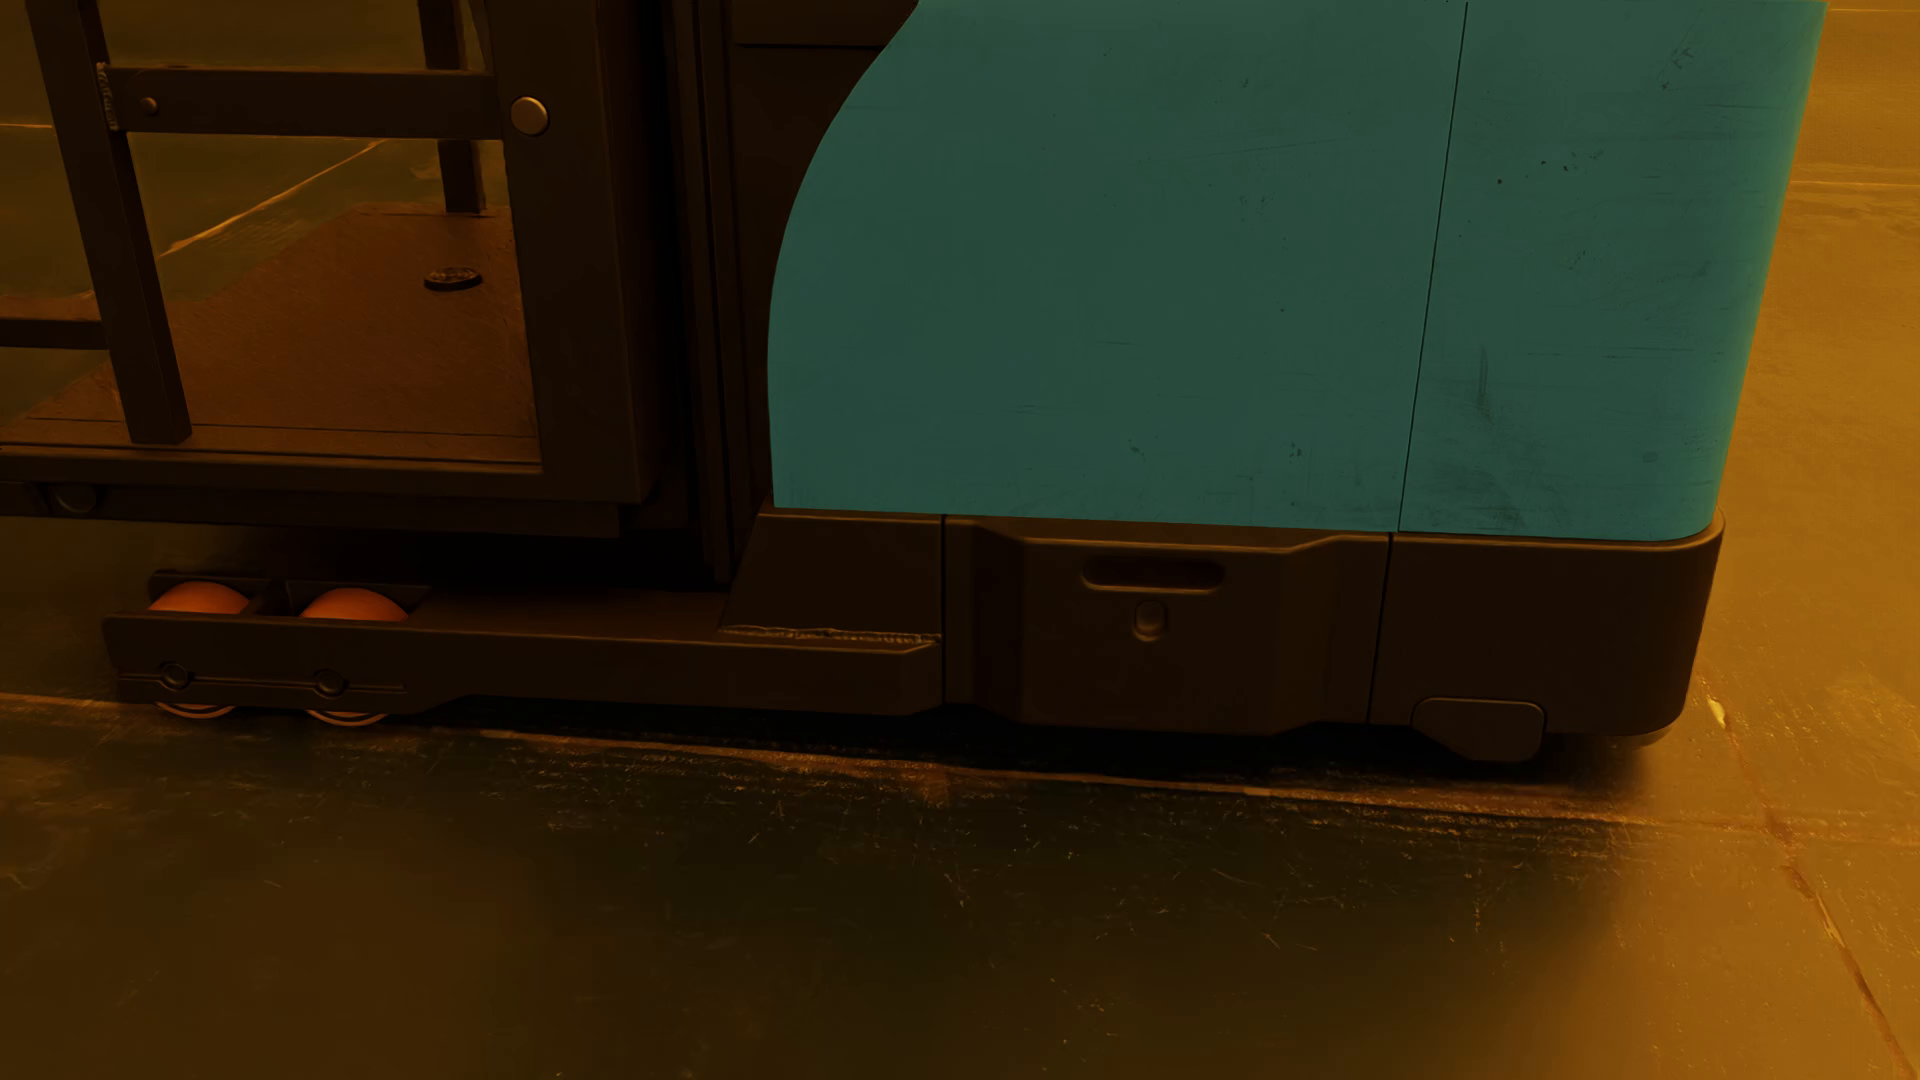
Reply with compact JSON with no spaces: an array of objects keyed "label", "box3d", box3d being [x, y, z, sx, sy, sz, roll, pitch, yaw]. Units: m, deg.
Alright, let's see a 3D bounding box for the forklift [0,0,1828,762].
[{"label":"forklift","box3d":[-0.614,-1.315,1.852,3.031,2.935,1.130,2,27,5]}]
